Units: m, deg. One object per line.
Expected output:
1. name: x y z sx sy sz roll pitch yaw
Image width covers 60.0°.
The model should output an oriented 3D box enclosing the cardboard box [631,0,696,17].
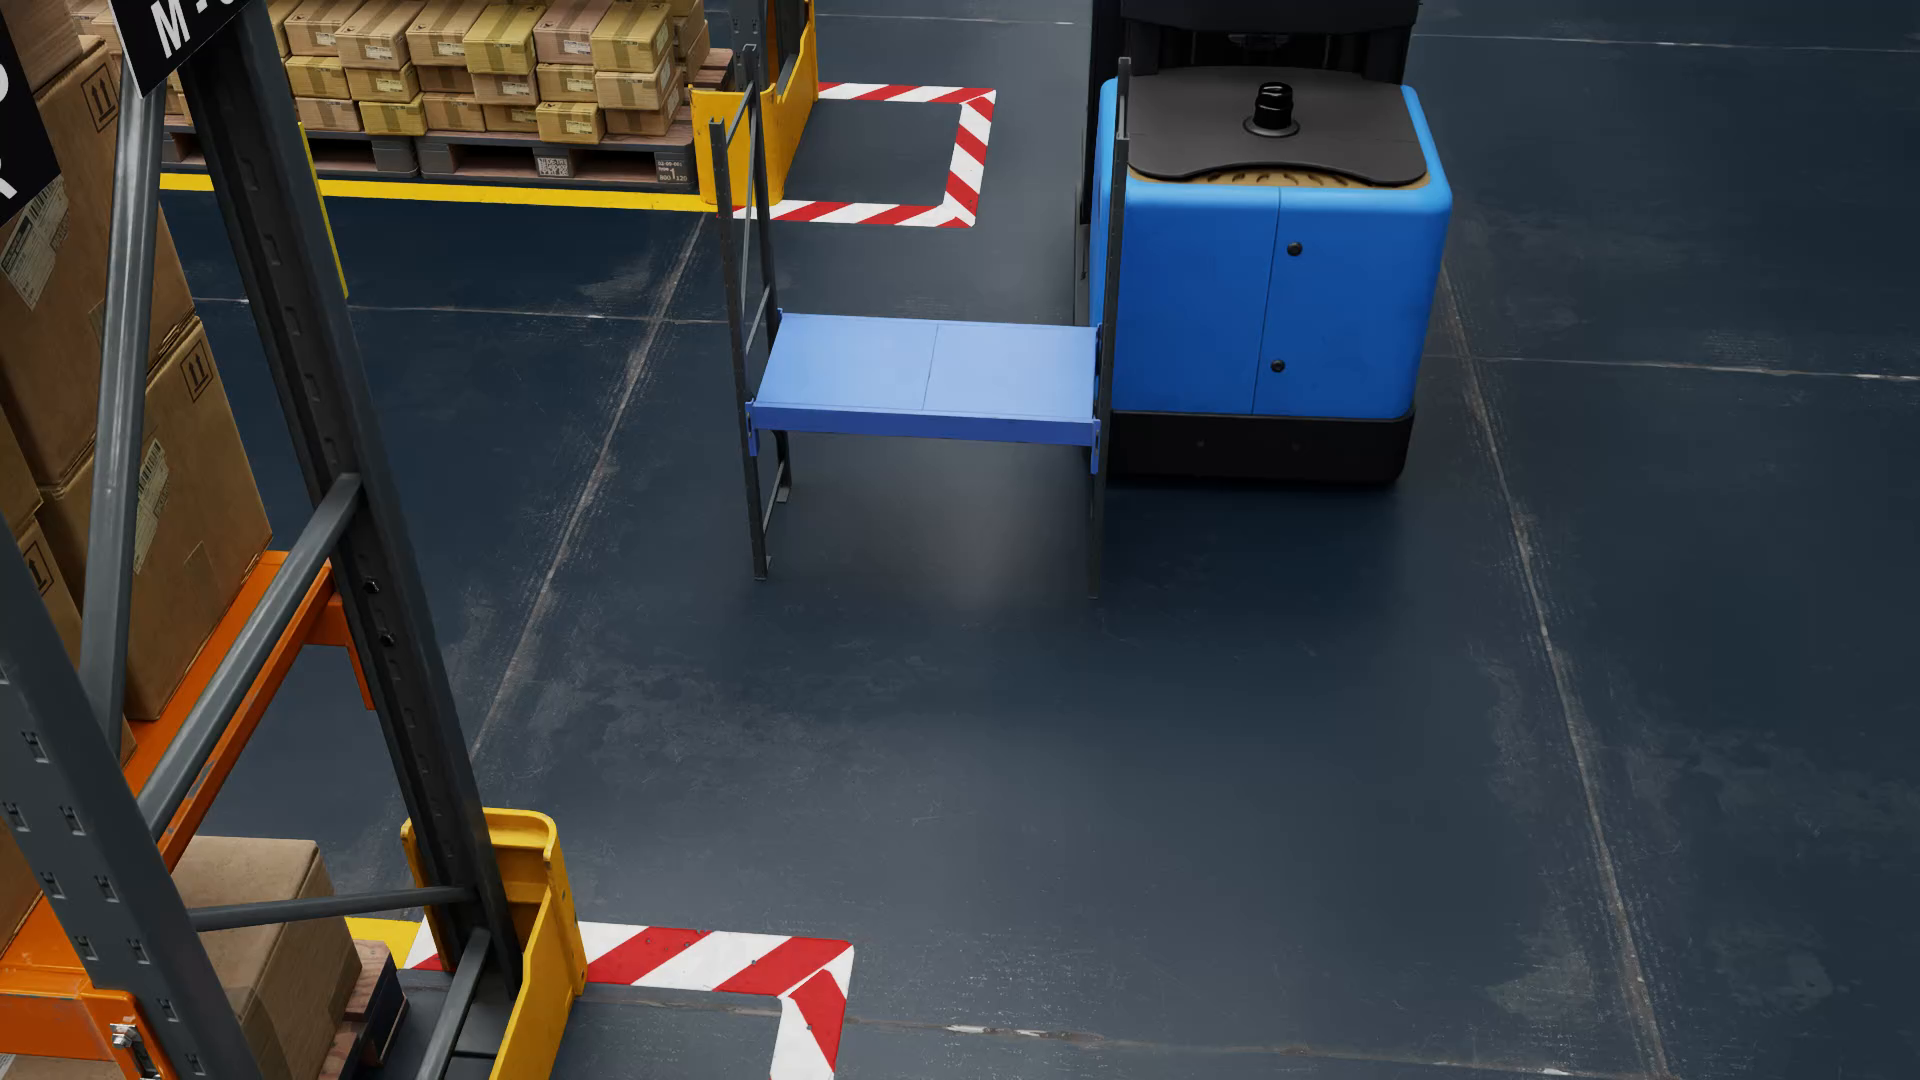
1. cardboard box: -1.297 -2.457 7.347 0.250 0.149 0.380 1 39 2

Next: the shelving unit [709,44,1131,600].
1. shelving unit: -0.085 -0.586 4.782 1.048 1.500 0.538 3 39 4

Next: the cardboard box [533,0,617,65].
1. cardboard box: -1.598 -2.134 6.950 0.250 0.149 0.380 4 39 5

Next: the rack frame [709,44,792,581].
1. rack frame: -0.591 -0.614 4.816 0.032 1.500 0.500 3 39 4

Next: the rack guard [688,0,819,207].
1. rack guard: -0.880 -1.962 7.264 0.348 0.500 1.175 3 39 4

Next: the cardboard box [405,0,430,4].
1. cardboard box: -2.351 -2.473 7.367 0.250 0.149 0.380 5 39 6

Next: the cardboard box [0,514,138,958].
1. cardboard box: -1.634 0.293 2.434 0.500 0.500 0.500 3 39 4

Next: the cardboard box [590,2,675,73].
1. cardboard box: -1.353 -2.084 6.889 0.250 0.149 0.380 4 39 4

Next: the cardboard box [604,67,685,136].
1. cardboard box: -1.346 -1.882 7.111 0.250 0.149 0.380 4 39 5

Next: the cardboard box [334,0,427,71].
1. cardboard box: -2.392 -2.102 6.911 0.250 0.149 0.380 5 39 6

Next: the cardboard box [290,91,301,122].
1. cardboard box: -2.890 -1.969 7.218 0.250 0.149 0.380 4 39 5

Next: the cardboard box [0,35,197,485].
1. cardboard box: -1.584 -0.440 2.543 0.500 0.500 0.500 2 39 3

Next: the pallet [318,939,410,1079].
1. pallet: -1.934 1.279 3.512 1.213 0.211 1.003 3 39 4

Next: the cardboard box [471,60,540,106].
1. cardboard box: -1.872 -1.976 6.991 0.250 0.149 0.380 2 39 2

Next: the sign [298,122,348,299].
1. sign: -1.076 -0.523 2.768 0.005 0.325 0.100 3 39 4

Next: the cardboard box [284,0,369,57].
1. cardboard box: -2.645 -2.186 7.014 0.250 0.149 0.380 2 39 2

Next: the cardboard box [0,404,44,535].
1. cardboard box: -1.631 -0.111 2.139 0.500 0.500 0.500 4 39 5

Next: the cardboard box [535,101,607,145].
1. cardboard box: -1.611 -1.832 7.050 0.250 0.149 0.380 4 39 5

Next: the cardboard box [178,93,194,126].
1. cardboard box: -3.158 -1.935 7.177 0.250 0.149 0.380 2 39 3

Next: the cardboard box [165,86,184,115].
1. cardboard box: -3.408 -2.010 7.269 0.250 0.149 0.380 2 39 2

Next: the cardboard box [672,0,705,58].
1. cardboard box: -1.304 -2.289 7.377 0.250 0.149 0.380 5 39 6

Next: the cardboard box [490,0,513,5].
1. cardboard box: -2.076 -2.452 7.341 0.250 0.149 0.380 1 39 2

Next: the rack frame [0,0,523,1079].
1. rack frame: -1.130 0.192 2.638 0.127 3.000 1.000 3 39 4

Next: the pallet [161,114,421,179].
1. pallet: -2.898 -1.984 7.520 1.213 0.211 1.003 3 39 4

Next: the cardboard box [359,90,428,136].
1. cardboard box: -2.374 -1.880 7.109 0.250 0.149 0.380 1 39 2

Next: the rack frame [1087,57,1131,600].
1. rack frame: 0.421 -0.559 4.748 0.032 1.500 0.500 3 39 4

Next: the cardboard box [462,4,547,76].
1. cardboard box: -1.867 -2.068 6.869 0.250 0.149 0.380 2 39 3

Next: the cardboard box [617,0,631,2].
1. cardboard box: -1.582 -2.396 7.272 0.250 0.149 0.380 4 39 5

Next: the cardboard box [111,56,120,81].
1. cardboard box: -3.681 -2.132 7.183 0.250 0.149 0.380 1 39 2

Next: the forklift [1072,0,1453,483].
1. forklift: 1.012 -2.236 5.675 1.130 2.935 3.031 2 39 3

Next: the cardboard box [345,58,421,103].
1. cardboard box: -2.389 -1.996 7.016 0.250 0.149 0.380 4 39 5

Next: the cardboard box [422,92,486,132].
1. cardboard box: -2.114 -1.906 7.141 0.250 0.149 0.380 4 39 4

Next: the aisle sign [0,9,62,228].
1. aisle sign: -1.085 -0.618 1.573 0.004 0.787 0.394 3 39 4

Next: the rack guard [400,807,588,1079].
1. rack guard: -1.106 1.163 3.426 0.348 0.500 1.175 3 39 4

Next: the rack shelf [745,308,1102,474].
1. rack shelf: -0.085 -0.447 4.896 1.000 0.185 0.538 3 39 4

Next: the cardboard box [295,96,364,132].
1. cardboard box: -2.644 -1.908 7.143 0.250 0.149 0.380 4 39 5

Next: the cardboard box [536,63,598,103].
1. cardboard box: -1.610 -1.997 7.017 0.250 0.149 0.380 2 39 3

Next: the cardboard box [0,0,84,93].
1. cardboard box: -1.460 -0.680 2.324 0.250 0.149 0.380 4 39 5

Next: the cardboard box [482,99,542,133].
1. cardboard box: -1.867 -1.900 7.134 0.250 0.149 0.380 3 39 4

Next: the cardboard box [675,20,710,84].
1. cardboard box: -1.298 -2.214 7.520 0.250 0.149 0.380 4 39 5

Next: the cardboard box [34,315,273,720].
1. cardboard box: -1.584 -0.054 2.861 0.500 0.500 0.500 3 39 3

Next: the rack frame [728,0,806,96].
1. rack frame: -0.804 -2.927 6.470 0.127 3.000 1.000 3 39 4

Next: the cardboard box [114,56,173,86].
1. cardboard box: -3.409 -2.102 7.146 0.250 0.149 0.380 5 39 6

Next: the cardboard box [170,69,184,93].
1. cardboard box: -3.163 -2.049 7.081 0.250 0.149 0.380 3 39 3

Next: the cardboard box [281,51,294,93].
1. cardboard box: -2.920 -2.019 7.045 0.250 0.149 0.380 4 39 4

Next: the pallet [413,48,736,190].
1. pallet: -1.686 -1.916 7.437 1.213 0.211 1.003 3 39 4

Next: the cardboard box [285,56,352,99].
1. cardboard box: -2.643 -2.022 7.048 0.250 0.149 0.380 5 39 6

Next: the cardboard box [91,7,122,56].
1. cardboard box: -3.430 -2.183 7.011 0.250 0.149 0.380 4 39 5

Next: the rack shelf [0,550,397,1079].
1. rack shelf: -3.123 0.362 2.999 4.000 0.370 1.077 3 39 4

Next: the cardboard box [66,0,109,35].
1. cardboard box: -3.676 -2.249 7.091 0.250 0.149 0.380 2 39 3

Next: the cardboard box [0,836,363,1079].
1. cardboard box: -1.796 1.050 3.281 0.875 0.438 0.875 2 39 2

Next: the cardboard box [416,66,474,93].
1. cardboard box: -2.131 -2.055 7.089 0.250 0.149 0.380 3 39 3

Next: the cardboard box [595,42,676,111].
1. cardboard box: -1.354 -1.949 6.958 0.250 0.149 0.380 2 39 3

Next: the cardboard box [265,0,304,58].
1. cardboard box: -2.909 -2.182 7.010 0.250 0.149 0.380 3 39 4

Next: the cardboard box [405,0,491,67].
1. cardboard box: -2.120 -2.122 6.936 0.250 0.149 0.380 2 39 2

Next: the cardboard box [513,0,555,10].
1. cardboard box: -1.821 -2.491 7.388 0.250 0.149 0.380 3 39 4

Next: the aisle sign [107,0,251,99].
1. aisle sign: -1.034 -0.995 2.037 0.004 0.787 0.394 3 39 4
